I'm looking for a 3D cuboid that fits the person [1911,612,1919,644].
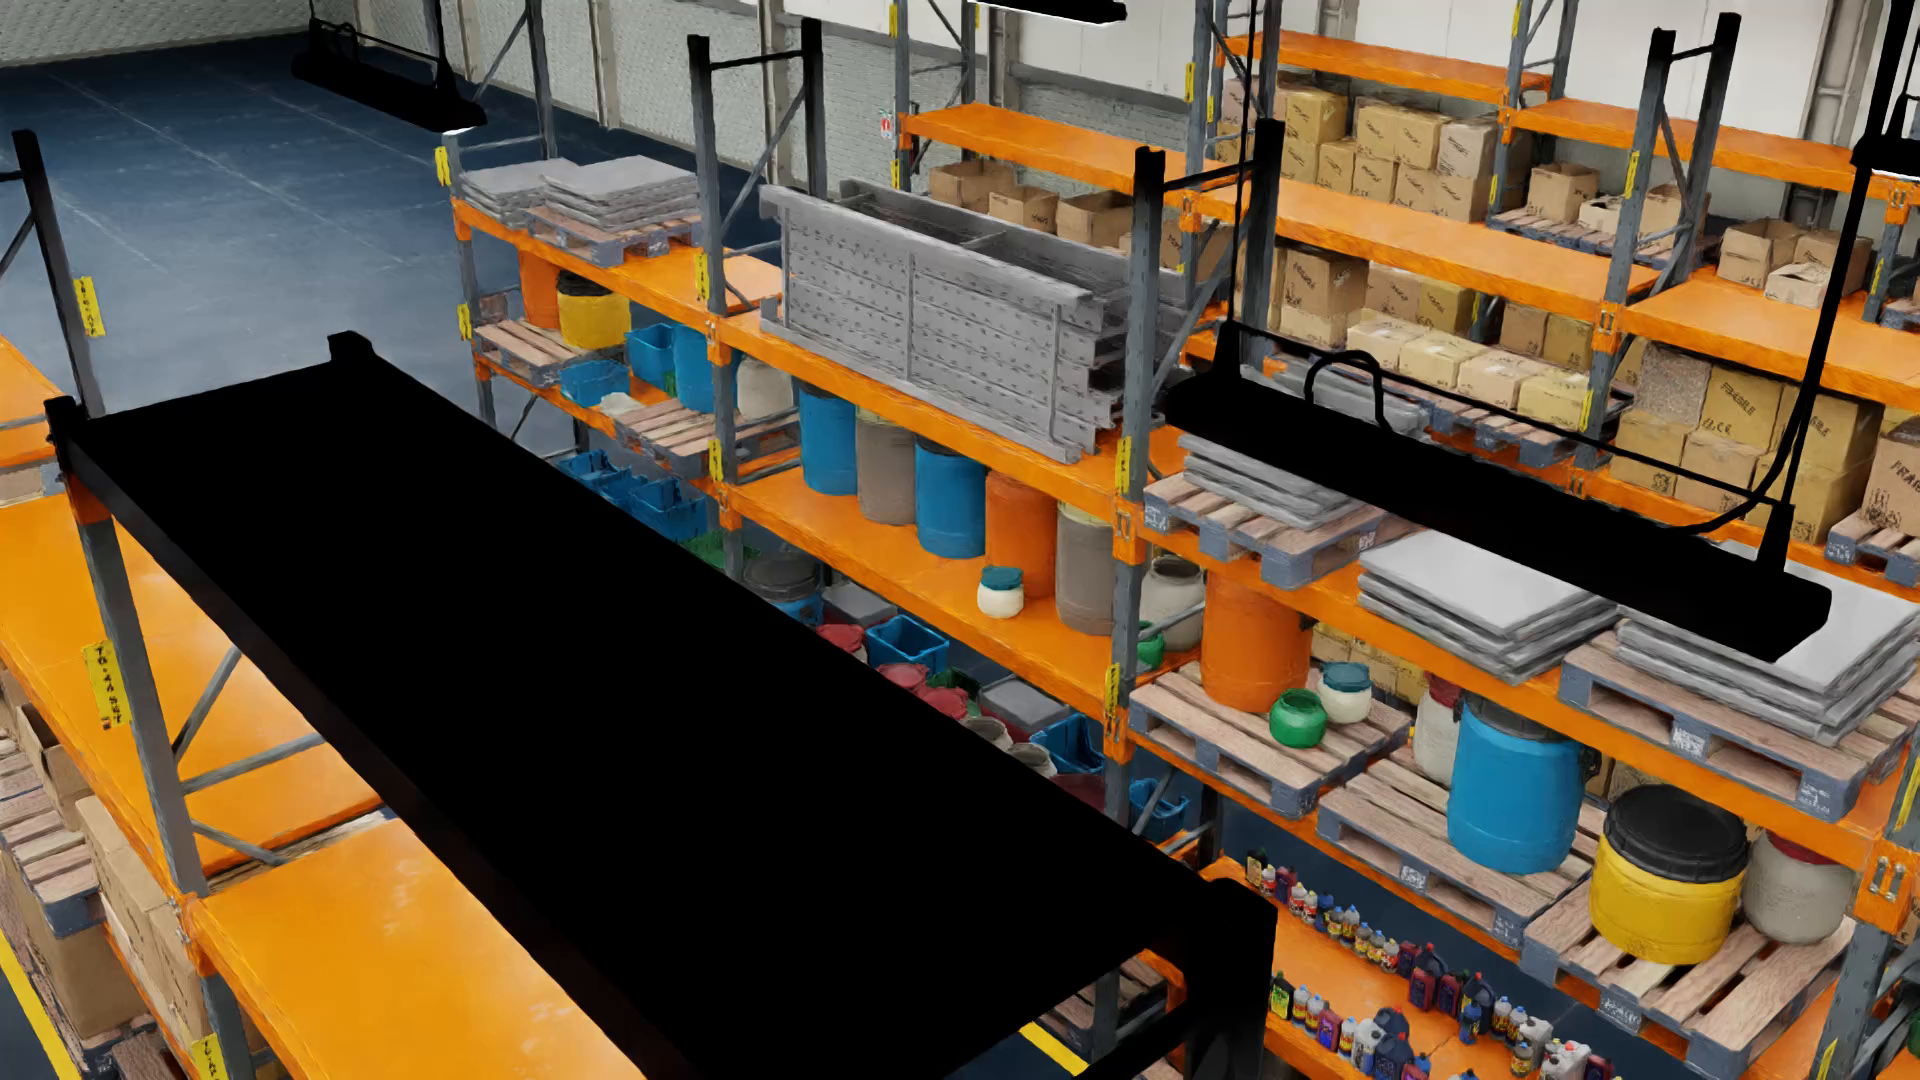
[{"bbox_3d":[7.880,1.043,13.715,0.456,1.575,1.088,-20,33,-34],"label":"person"}]
